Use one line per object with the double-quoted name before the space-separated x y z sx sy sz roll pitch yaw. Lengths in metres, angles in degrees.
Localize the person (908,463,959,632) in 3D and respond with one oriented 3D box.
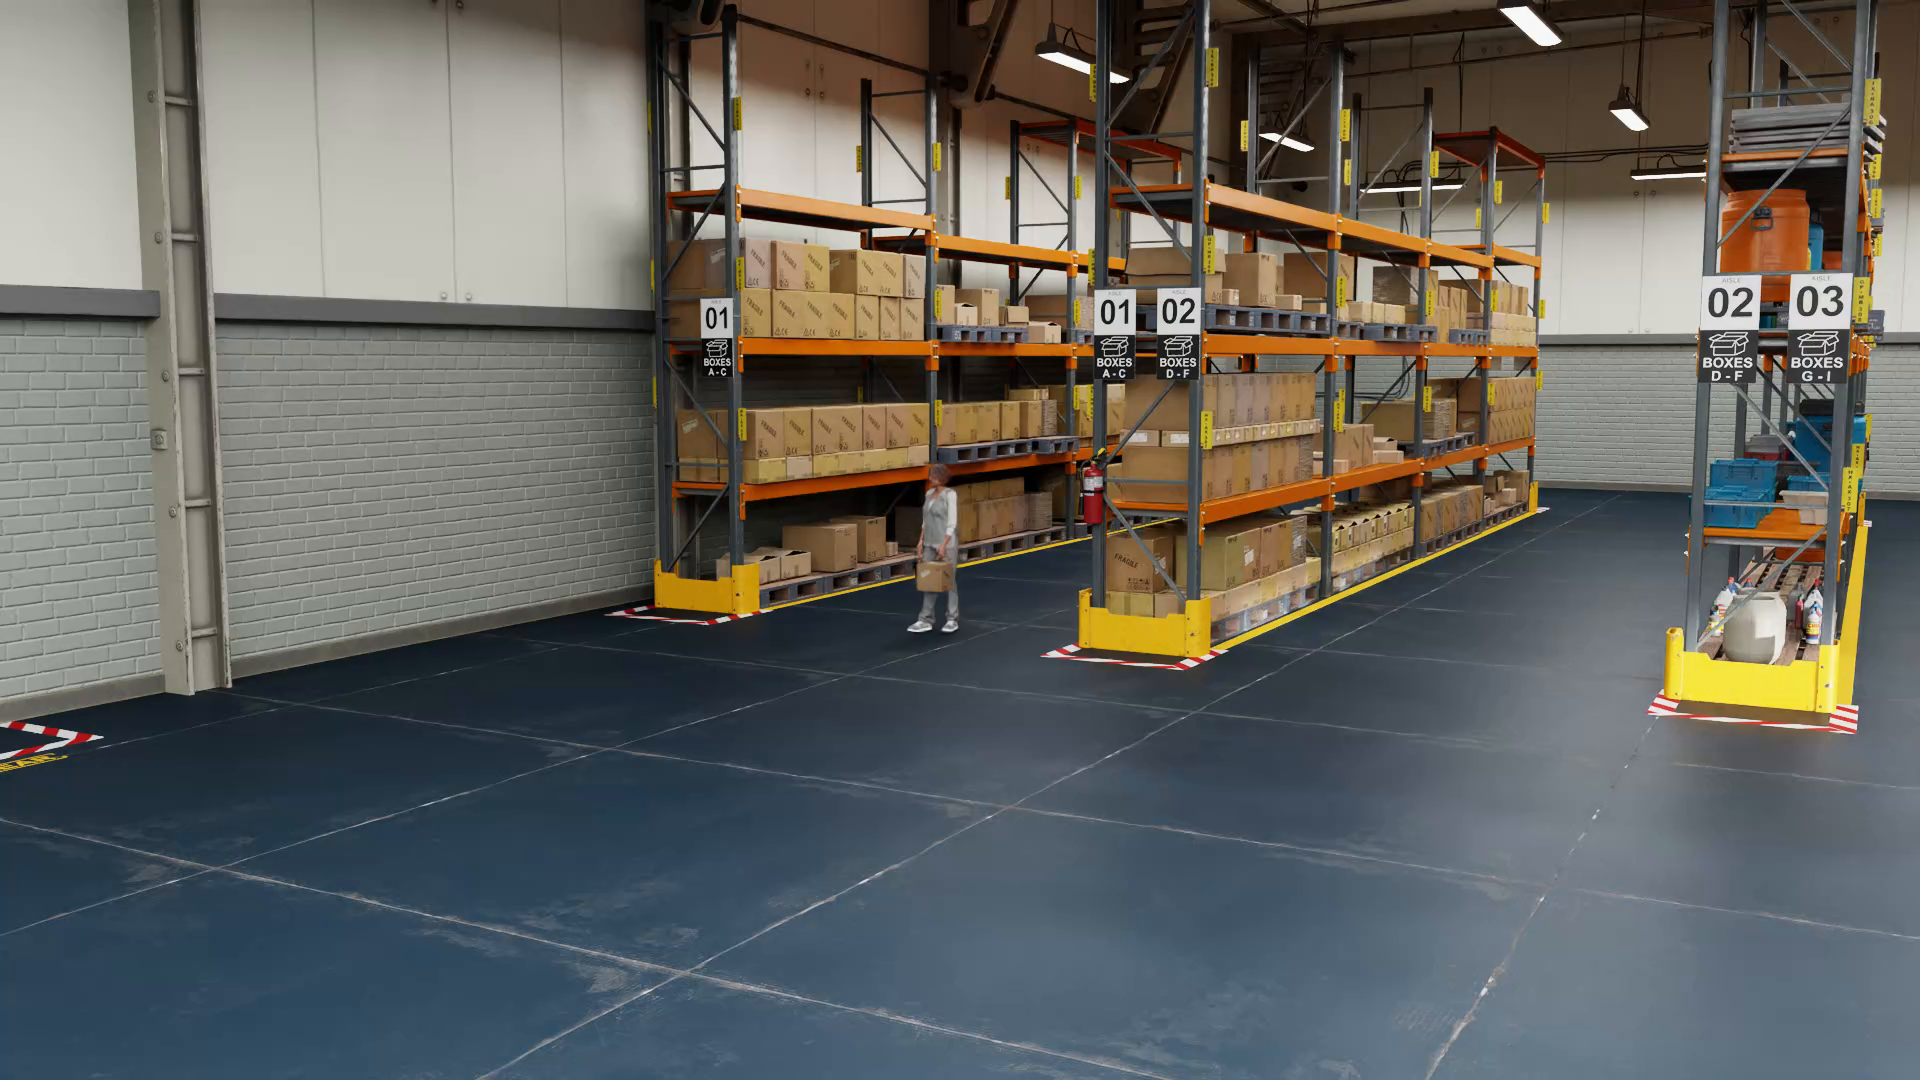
"person" -0.211 0.078 15.749 0.436 1.605 0.454 6 8 43
